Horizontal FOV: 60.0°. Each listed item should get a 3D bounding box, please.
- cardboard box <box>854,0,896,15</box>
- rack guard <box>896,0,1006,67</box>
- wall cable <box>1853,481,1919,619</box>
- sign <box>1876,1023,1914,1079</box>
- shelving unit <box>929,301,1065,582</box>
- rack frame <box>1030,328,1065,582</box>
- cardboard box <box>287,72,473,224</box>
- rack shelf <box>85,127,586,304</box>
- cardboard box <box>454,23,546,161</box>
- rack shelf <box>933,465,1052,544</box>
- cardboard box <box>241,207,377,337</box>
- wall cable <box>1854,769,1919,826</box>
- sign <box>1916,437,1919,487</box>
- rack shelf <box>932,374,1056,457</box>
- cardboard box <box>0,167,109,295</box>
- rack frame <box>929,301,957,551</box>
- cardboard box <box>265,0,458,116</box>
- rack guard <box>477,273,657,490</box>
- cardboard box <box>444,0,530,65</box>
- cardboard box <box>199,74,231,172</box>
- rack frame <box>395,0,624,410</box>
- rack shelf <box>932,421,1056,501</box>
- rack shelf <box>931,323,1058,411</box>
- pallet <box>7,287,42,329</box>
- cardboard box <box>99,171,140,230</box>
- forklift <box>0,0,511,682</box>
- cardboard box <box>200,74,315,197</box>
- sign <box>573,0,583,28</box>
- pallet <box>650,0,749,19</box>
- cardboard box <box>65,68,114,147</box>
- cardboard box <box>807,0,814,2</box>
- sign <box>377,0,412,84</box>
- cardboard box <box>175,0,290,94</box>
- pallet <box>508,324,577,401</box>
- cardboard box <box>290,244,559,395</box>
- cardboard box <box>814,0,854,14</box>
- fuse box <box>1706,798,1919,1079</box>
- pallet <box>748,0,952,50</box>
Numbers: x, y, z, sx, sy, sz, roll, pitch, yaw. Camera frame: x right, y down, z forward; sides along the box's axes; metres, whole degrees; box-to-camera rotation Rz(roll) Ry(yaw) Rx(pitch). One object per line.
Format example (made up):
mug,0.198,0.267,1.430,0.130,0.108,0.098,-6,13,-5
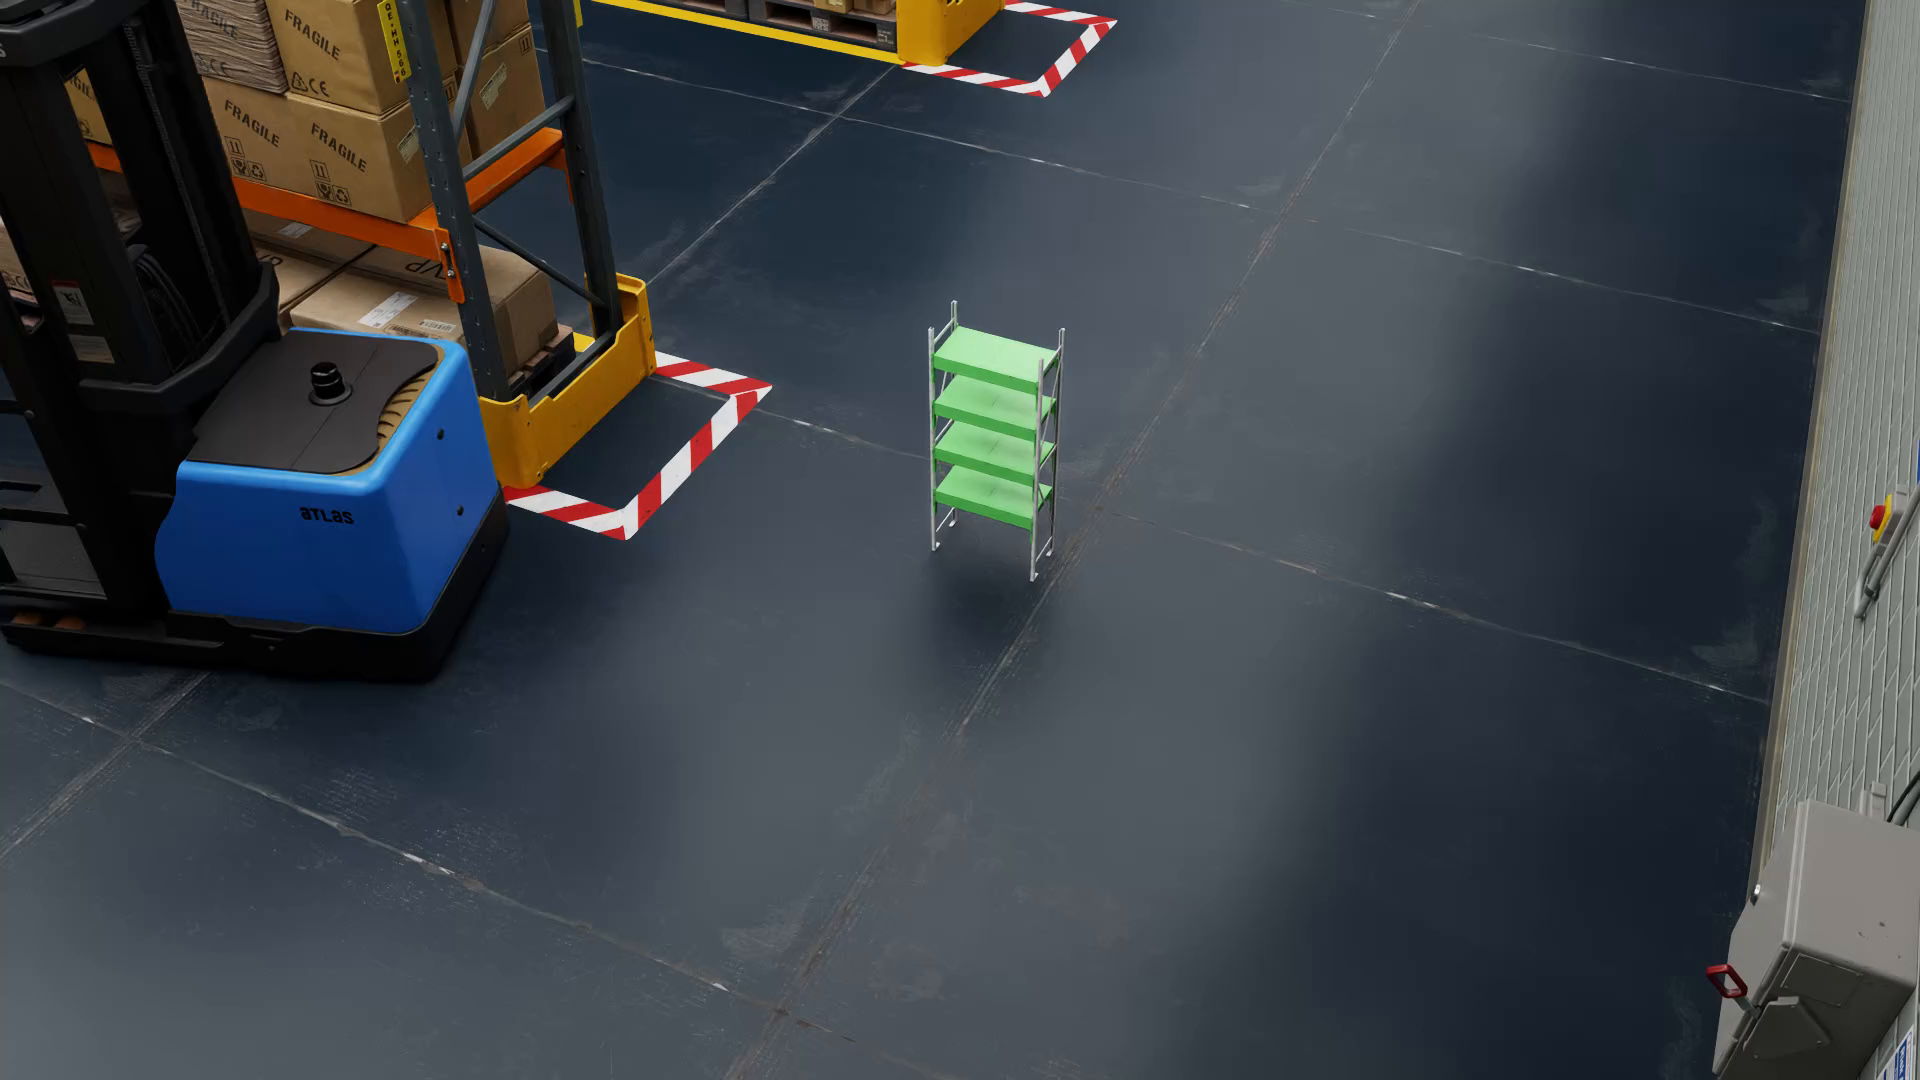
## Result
cardboard box,-0.546,-3.830,11.618,0.250,0.149,0.380,18,44,19
rack guard,-0.050,-3.803,11.640,0.348,0.500,1.175,17,44,19
wall cable,3.138,-0.609,5.246,0.123,1.953,0.585,17,44,19
sign,2.096,1.380,3.824,0.001,0.494,0.329,17,44,19
shelving unit,0.150,-0.408,7.188,0.503,1.200,0.258,17,44,19
rack frame,0.371,-0.340,7.110,0.015,1.200,0.240,17,44,19
cardboard box,-2.531,-1.775,7.315,0.500,0.500,0.500,17,44,19
rack shelf,-3.795,-2.042,8.249,4.000,0.370,1.077,17,44,19
cardboard box,-2.296,-2.102,7.692,0.500,0.500,0.500,17,44,18
rack shelf,0.150,-0.178,7.387,0.480,0.148,0.258,17,44,19
cardboard box,-3.455,-1.323,8.505,0.875,0.438,0.875,18,44,20
wall cable,2.549,0.248,4.282,0.122,1.984,0.588,17,44,19
sign,3.213,-0.327,5.514,0.001,0.218,0.327,17,44,19
rack shelf,0.150,-0.541,7.073,0.480,0.148,0.258,17,44,19
cardboard box,-5.083,-1.821,9.080,0.875,0.438,0.875,16,44,18
rack frame,-0.071,-0.475,7.266,0.015,1.200,0.240,17,44,19
cardboard box,-2.520,-2.168,7.006,0.500,0.500,0.500,18,44,20
rack guard,-1.960,-0.809,8.186,0.348,0.500,1.175,17,44,19
cardboard box,-2.297,-2.478,7.363,0.500,0.500,0.500,16,43,18
cardboard box,-3.450,-2.059,7.643,0.500,0.500,0.500,18,44,20
rack frame,-1.982,-1.760,7.375,0.127,3.000,1.000,17,44,19
rack shelf,0.150,-0.359,7.230,0.480,0.148,0.258,17,44,19
rack shelf,0.150,-0.722,6.916,0.480,0.148,0.258,17,44,19
pallet,-4.951,-1.557,9.270,1.213,0.211,1.003,17,44,19
cardboard box,-4.272,-1.574,8.795,0.875,0.438,0.875,16,43,17
forklift,-3.607,-0.962,6.506,3.031,2.935,1.130,6,41,6
cardboard box,-2.980,-1.923,7.486,0.500,0.500,0.500,16,43,18
sign,-1.742,-2.445,7.443,0.005,0.325,0.100,17,44,19
pallet,-1.873,-4.279,12.409,1.213,0.211,1.003,17,44,19
cardboard box,-3.923,-2.195,7.799,0.500,0.500,0.500,18,44,20
cardboard box,-1.025,-3.965,11.775,0.250,0.149,0.380,17,44,18
sign,-2.224,-1.969,6.551,0.005,0.325,0.100,17,44,19
cardboard box,-3.006,-2.296,7.152,0.500,0.500,0.500,17,44,19
pallet,-2.740,-0.882,8.490,1.213,0.211,1.003,17,44,19
cardboard box,-2.623,-1.074,8.219,0.875,0.438,0.875,16,43,17
cardboard box,-0.822,-3.841,11.631,0.250,0.149,0.380,18,44,20
fuse box,2.117,1.480,4.619,0.414,1.711,0.539,17,44,19
pallet,-0.771,-3.940,12.018,1.213,0.211,1.003,17,44,19
